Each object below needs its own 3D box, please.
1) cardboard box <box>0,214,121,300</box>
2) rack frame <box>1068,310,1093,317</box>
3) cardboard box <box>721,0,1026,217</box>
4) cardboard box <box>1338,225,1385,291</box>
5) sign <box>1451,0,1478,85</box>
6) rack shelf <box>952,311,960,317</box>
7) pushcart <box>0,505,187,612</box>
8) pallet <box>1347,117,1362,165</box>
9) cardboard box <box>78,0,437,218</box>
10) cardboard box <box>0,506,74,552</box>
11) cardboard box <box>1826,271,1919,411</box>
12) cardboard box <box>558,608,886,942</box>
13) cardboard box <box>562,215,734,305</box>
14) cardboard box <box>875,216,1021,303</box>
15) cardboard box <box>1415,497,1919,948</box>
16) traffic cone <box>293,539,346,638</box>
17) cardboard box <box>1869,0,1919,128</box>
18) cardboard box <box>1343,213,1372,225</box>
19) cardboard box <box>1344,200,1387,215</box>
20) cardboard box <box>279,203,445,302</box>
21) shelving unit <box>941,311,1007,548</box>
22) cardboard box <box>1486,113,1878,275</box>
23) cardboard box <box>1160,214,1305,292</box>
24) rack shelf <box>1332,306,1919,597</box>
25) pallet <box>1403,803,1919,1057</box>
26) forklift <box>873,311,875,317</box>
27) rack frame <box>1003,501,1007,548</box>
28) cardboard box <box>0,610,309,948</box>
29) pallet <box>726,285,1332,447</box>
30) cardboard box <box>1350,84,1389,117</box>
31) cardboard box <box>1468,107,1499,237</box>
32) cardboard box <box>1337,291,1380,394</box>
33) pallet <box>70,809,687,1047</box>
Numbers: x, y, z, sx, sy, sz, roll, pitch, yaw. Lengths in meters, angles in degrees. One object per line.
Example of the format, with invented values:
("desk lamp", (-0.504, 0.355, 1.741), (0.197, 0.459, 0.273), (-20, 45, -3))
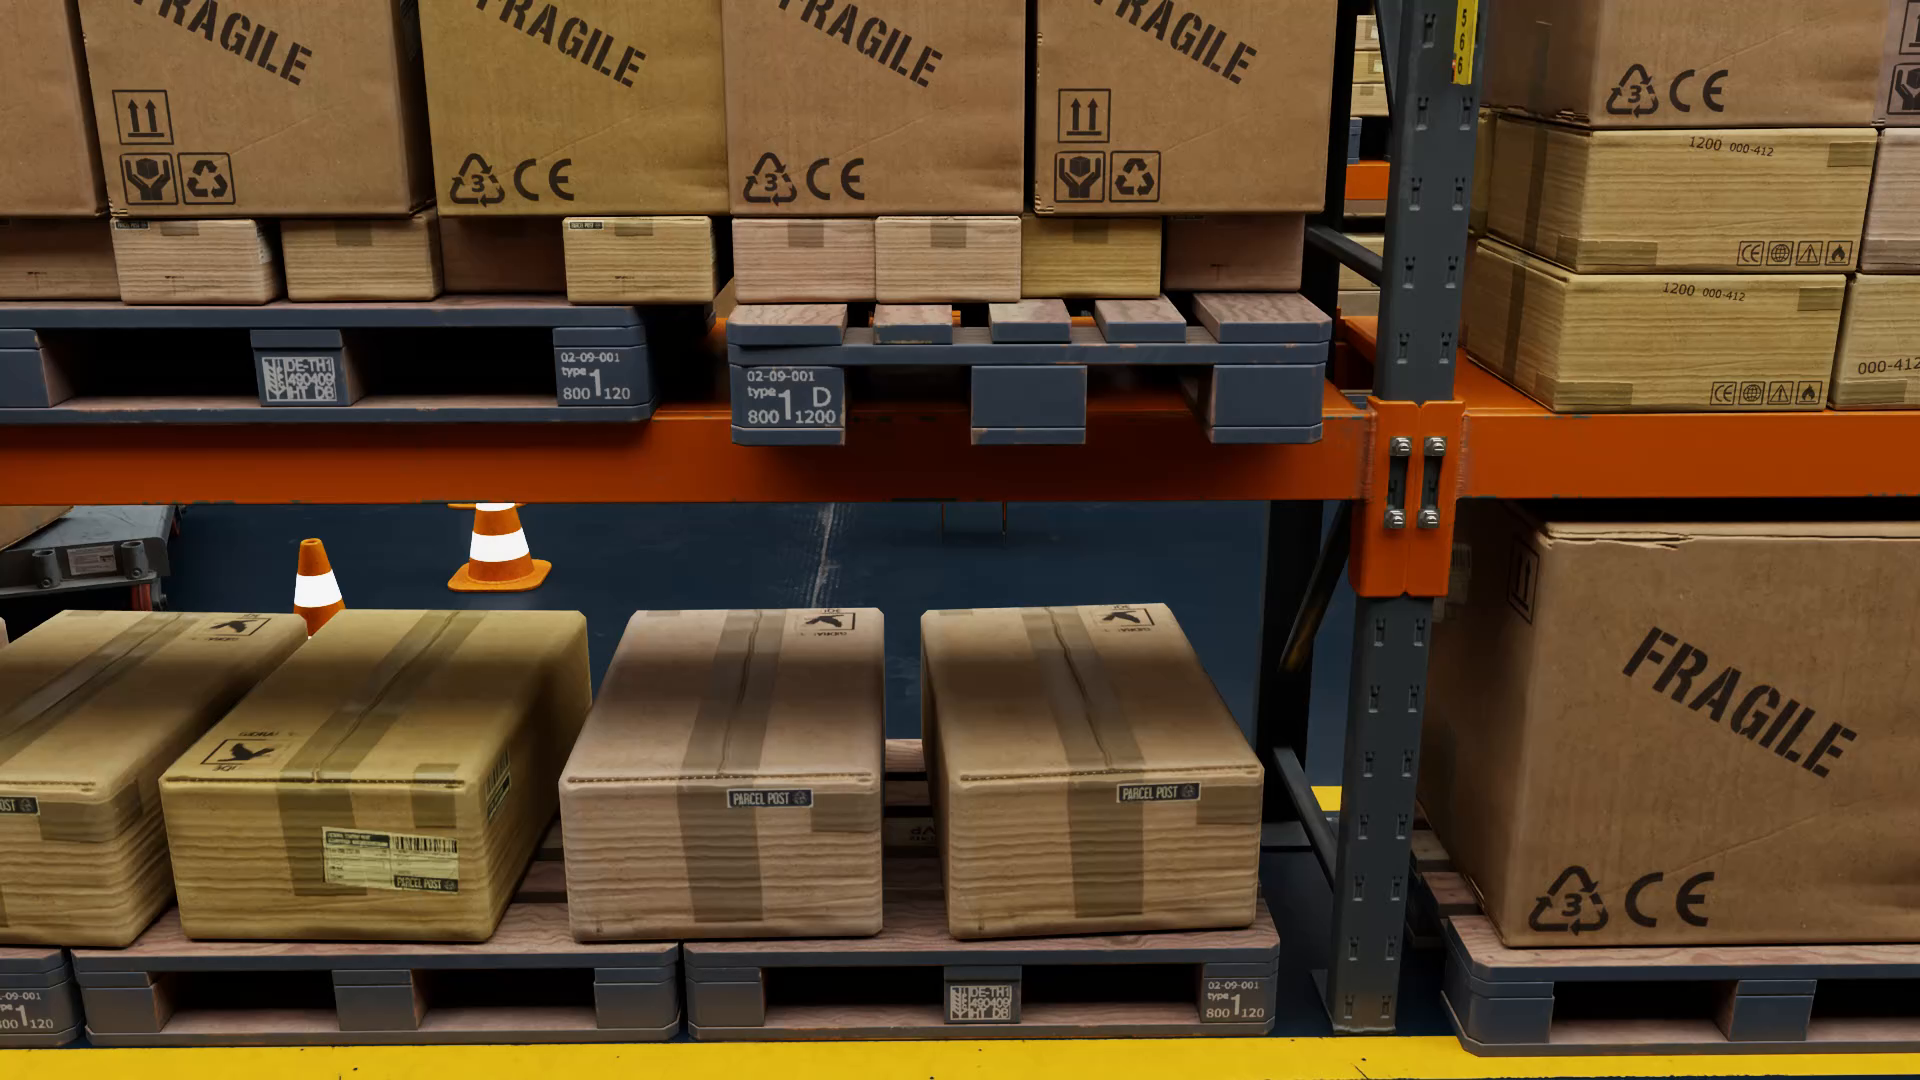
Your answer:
("cardboard box", (-1.587, -0.549, 3.071), (0.250, 0.149, 0.380), (0, 18, 0))
("rack frame", (0.639, -2.080, 8.122), (0.127, 3.000, 1.000), (0, 18, -1))
("cardboard box", (-0.149, -0.865, 2.997), (0.500, 0.500, 0.500), (-1, 18, -2))
("cardboard box", (1.839, -1.379, 8.113), (0.500, 0.250, 0.500), (0, 18, -2))
("sign", (0.836, -0.917, 2.730), (0.005, 0.325, 0.100), (0, 18, -1))
("rack shelf", (0.053, -0.760, 6.305), (0.240, 0.259, 0.215), (0, 18, -1))
("pushcart", (-3.268, 0.003, 5.922), (0.936, 0.377, 1.648), (-7, 19, -20))
("pallet", (1.349, -2.025, 8.264), (1.003, 0.211, 1.213), (0, 18, -1))
("cardboard box", (-1.200, -0.860, 2.981), (0.500, 0.500, 0.500), (-1, 18, -3))
("cardboard box", (-3.240, -0.264, 5.311), (0.500, 0.500, 0.500), (0, 18, -1))
("cardboard box", (1.824, -0.431, 3.226), (0.500, 0.250, 0.500), (-1, 18, -2))
("cardboard box", (-0.485, 0.488, 3.731), (0.625, 0.372, 0.950), (-1, 18, -2))
("cardboard box", (-0.551, -0.533, 3.023), (0.250, 0.149, 0.380), (0, 18, 0))
("cardboard box", (-0.024, -0.538, 3.037), (0.250, 0.149, 0.380), (0, 18, -1))
("cardboard box", (1.510, 0.265, 3.603), (0.875, 0.875, 0.875), (0, 18, -1))
("traffic cone", (-1.964, 0.225, 5.090), (0.334, 0.463, 0.336), (0, 18, -1))
("cardboard box", (1.811, -1.026, 3.034), (0.500, 0.500, 0.500), (0, 18, -1))
("cardboard box", (1.823, -1.536, 8.603), (0.500, 0.250, 0.500), (0, 18, 0))
("cardboard box", (3.128, -2.790, 13.124), (0.875, 0.875, 1.225), (-1, 18, -3))
("cardboard box", (-1.054, -0.544, 3.058), (0.250, 0.149, 0.380), (-1, 18, -3))
("shelving unit", (0.053, -0.500, 6.388), (0.252, 1.050, 0.215), (0, 18, -1))
("cardboard box", (1.328, -0.663, 3.130), (0.500, 0.250, 0.500), (0, 18, -1))
("cardboard box", (0.494, -0.576, 3.156), (0.250, 0.149, 0.380), (0, 18, 1))
("rack shelf", (2.817, -0.236, 3.551), (4.000, 0.370, 1.077), (0, 18, -1))
("pallet", (1.607, 0.778, 3.777), (1.213, 0.211, 1.003), (0, 18, -1))
("forklift", (-1.585, -2.930, 10.882), (3.031, 2.935, 1.130), (11, 21, 31))
("rack frame", (0.175, -0.501, 6.390), (0.008, 1.050, 0.200), (0, 18, -1))
("cardboard box", (-1.939, 0.494, 3.713), (0.625, 0.372, 0.950), (1, 18, 3))
("pallet", (0.107, -0.442, 3.328), (1.003, 0.211, 1.213), (0, 18, -1))
("cardboard box", (1.897, -2.106, 7.925), (0.250, 0.149, 0.380), (1, 18, 2))
("cardboard box", (1.298, -0.816, 3.607), (0.500, 0.250, 0.500), (0, 18, -1))
("cardboard box", (1.852, -1.019, 8.219), (0.500, 0.500, 0.500), (0, 18, 0))
("pallet", (-1.180, 0.767, 3.811), (1.213, 0.211, 1.003), (0, 18, -1))
